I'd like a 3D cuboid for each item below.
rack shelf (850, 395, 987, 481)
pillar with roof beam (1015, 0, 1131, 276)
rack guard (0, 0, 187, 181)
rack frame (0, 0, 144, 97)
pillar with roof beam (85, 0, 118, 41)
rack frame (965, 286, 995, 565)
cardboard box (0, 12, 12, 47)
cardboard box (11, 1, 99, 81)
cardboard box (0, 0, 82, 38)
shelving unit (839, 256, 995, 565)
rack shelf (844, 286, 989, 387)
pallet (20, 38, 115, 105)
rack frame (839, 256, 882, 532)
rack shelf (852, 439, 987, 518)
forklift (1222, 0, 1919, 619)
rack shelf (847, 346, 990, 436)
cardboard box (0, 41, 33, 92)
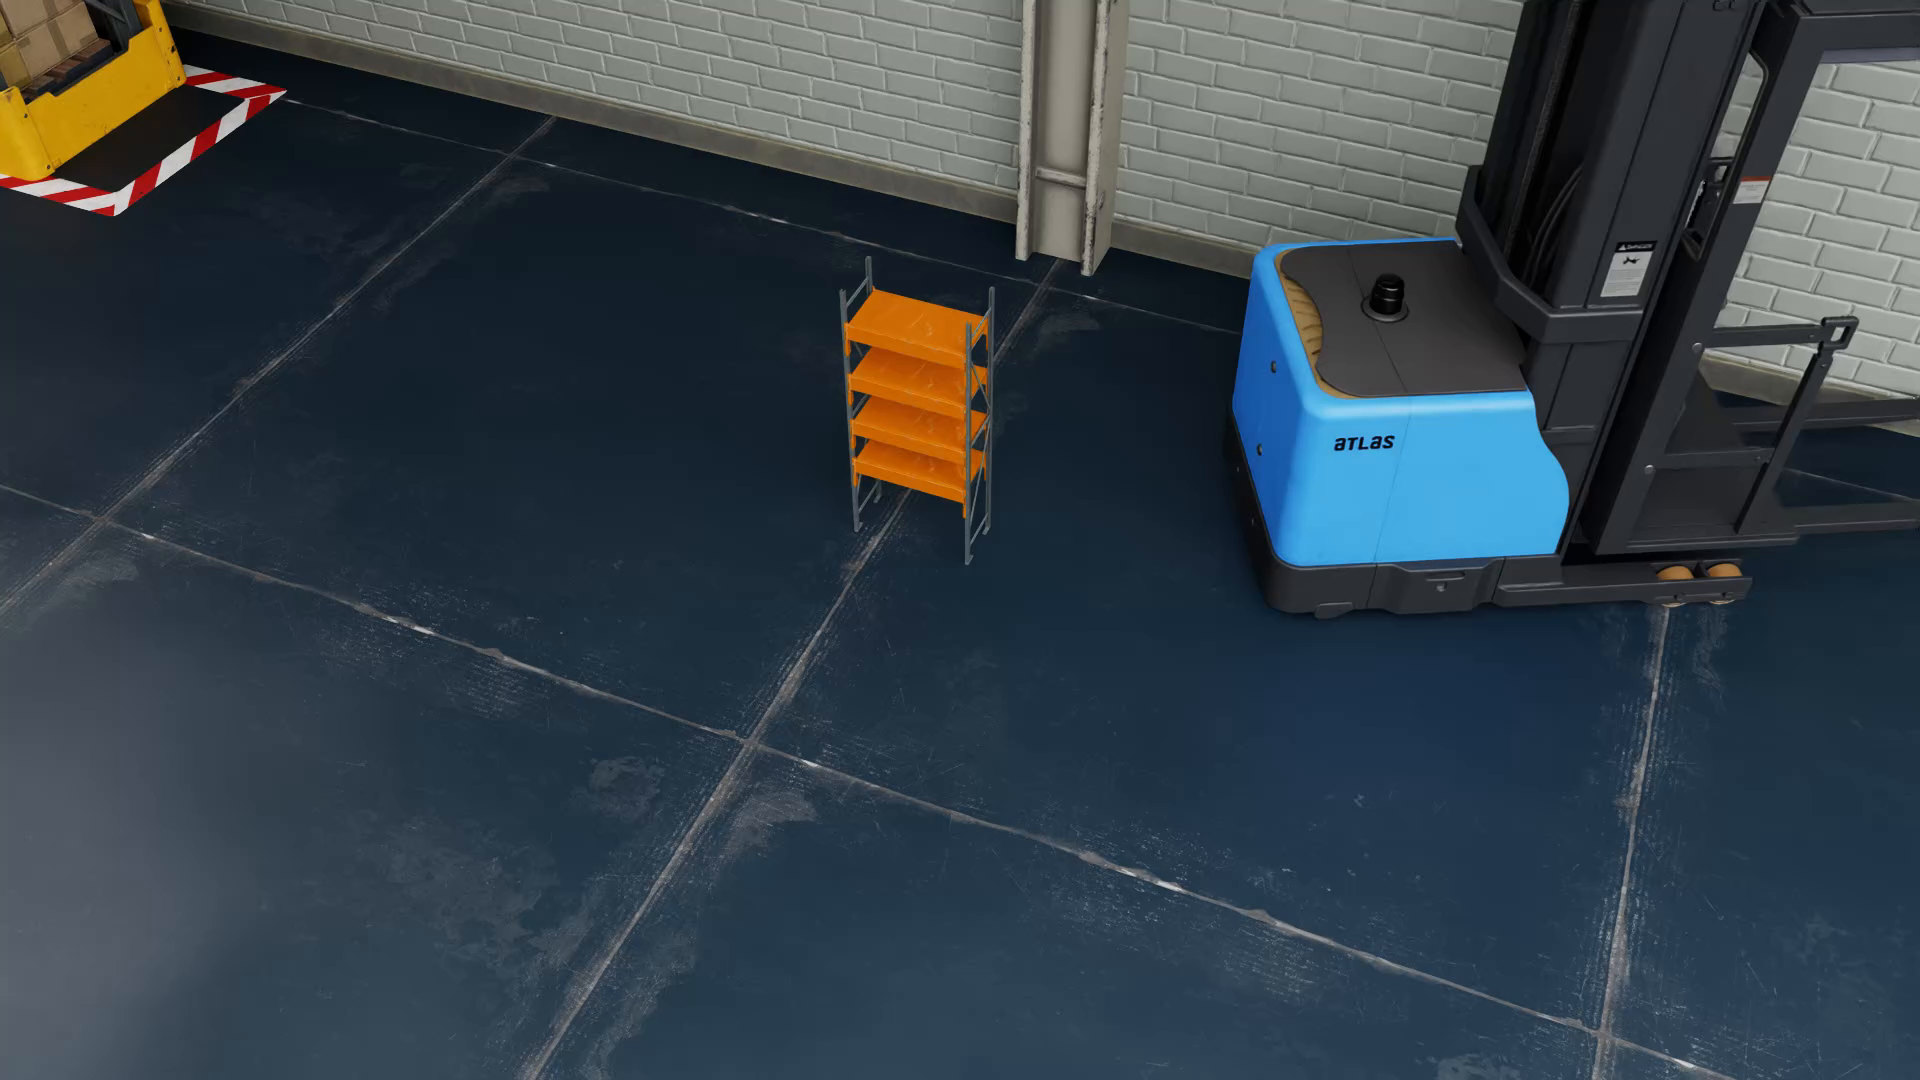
[{"bbox_3d":[-0.153,-0.423,6.419,0.480,0.148,0.258,16,47,16],"label":"rack shelf"},{"bbox_3d":[-1.147,-1.813,2.192,0.400,9.000,9.100,16,47,16],"label":"pillar with roof beam"},{"bbox_3d":[-4.709,-2.450,8.858,0.348,0.500,1.175,16,47,16],"label":"rack guard"},{"bbox_3d":[-4.732,-3.342,7.983,0.127,3.000,1.000,16,47,16],"label":"rack frame"},{"bbox_3d":[-6.685,-3.442,3.830,0.400,9.000,9.100,16,47,16],"label":"pillar with roof beam"},{"bbox_3d":[0.072,-0.404,6.305,0.015,1.200,0.240,16,47,16],"label":"rack frame"},{"bbox_3d":[-5.301,-2.622,8.556,0.500,0.250,0.500,16,47,15],"label":"cardboard box"},{"bbox_3d":[-5.110,-2.777,9.066,0.500,0.250,0.500,17,47,16],"label":"cardboard box"},{"bbox_3d":[-5.086,-2.957,8.892,0.500,0.250,0.500,17,47,17],"label":"cardboard box"},{"bbox_3d":[-0.153,-0.470,6.372,0.503,1.200,0.258,16,47,16],"label":"shelving unit"},{"bbox_3d":[-0.153,-0.749,6.095,0.480,0.148,0.258,16,47,16],"label":"rack shelf"},{"bbox_3d":[-5.453,-2.534,9.147,1.213,0.211,1.003,16,47,16],"label":"pallet"},{"bbox_3d":[-0.378,-0.537,6.439,0.015,1.200,0.240,16,47,16],"label":"rack frame"},{"bbox_3d":[-0.153,-0.282,6.559,0.480,0.148,0.258,16,47,16],"label":"rack shelf"},{"bbox_3d":[2.651,-1.150,5.828,3.031,2.935,1.130,-3,45,-3],"label":"forklift"},{"bbox_3d":[-0.153,-0.581,6.262,0.480,0.148,0.258,16,47,16],"label":"rack shelf"},{"bbox_3d":[-5.287,-2.438,8.726,0.500,0.250,0.500,17,47,16],"label":"cardboard box"}]
